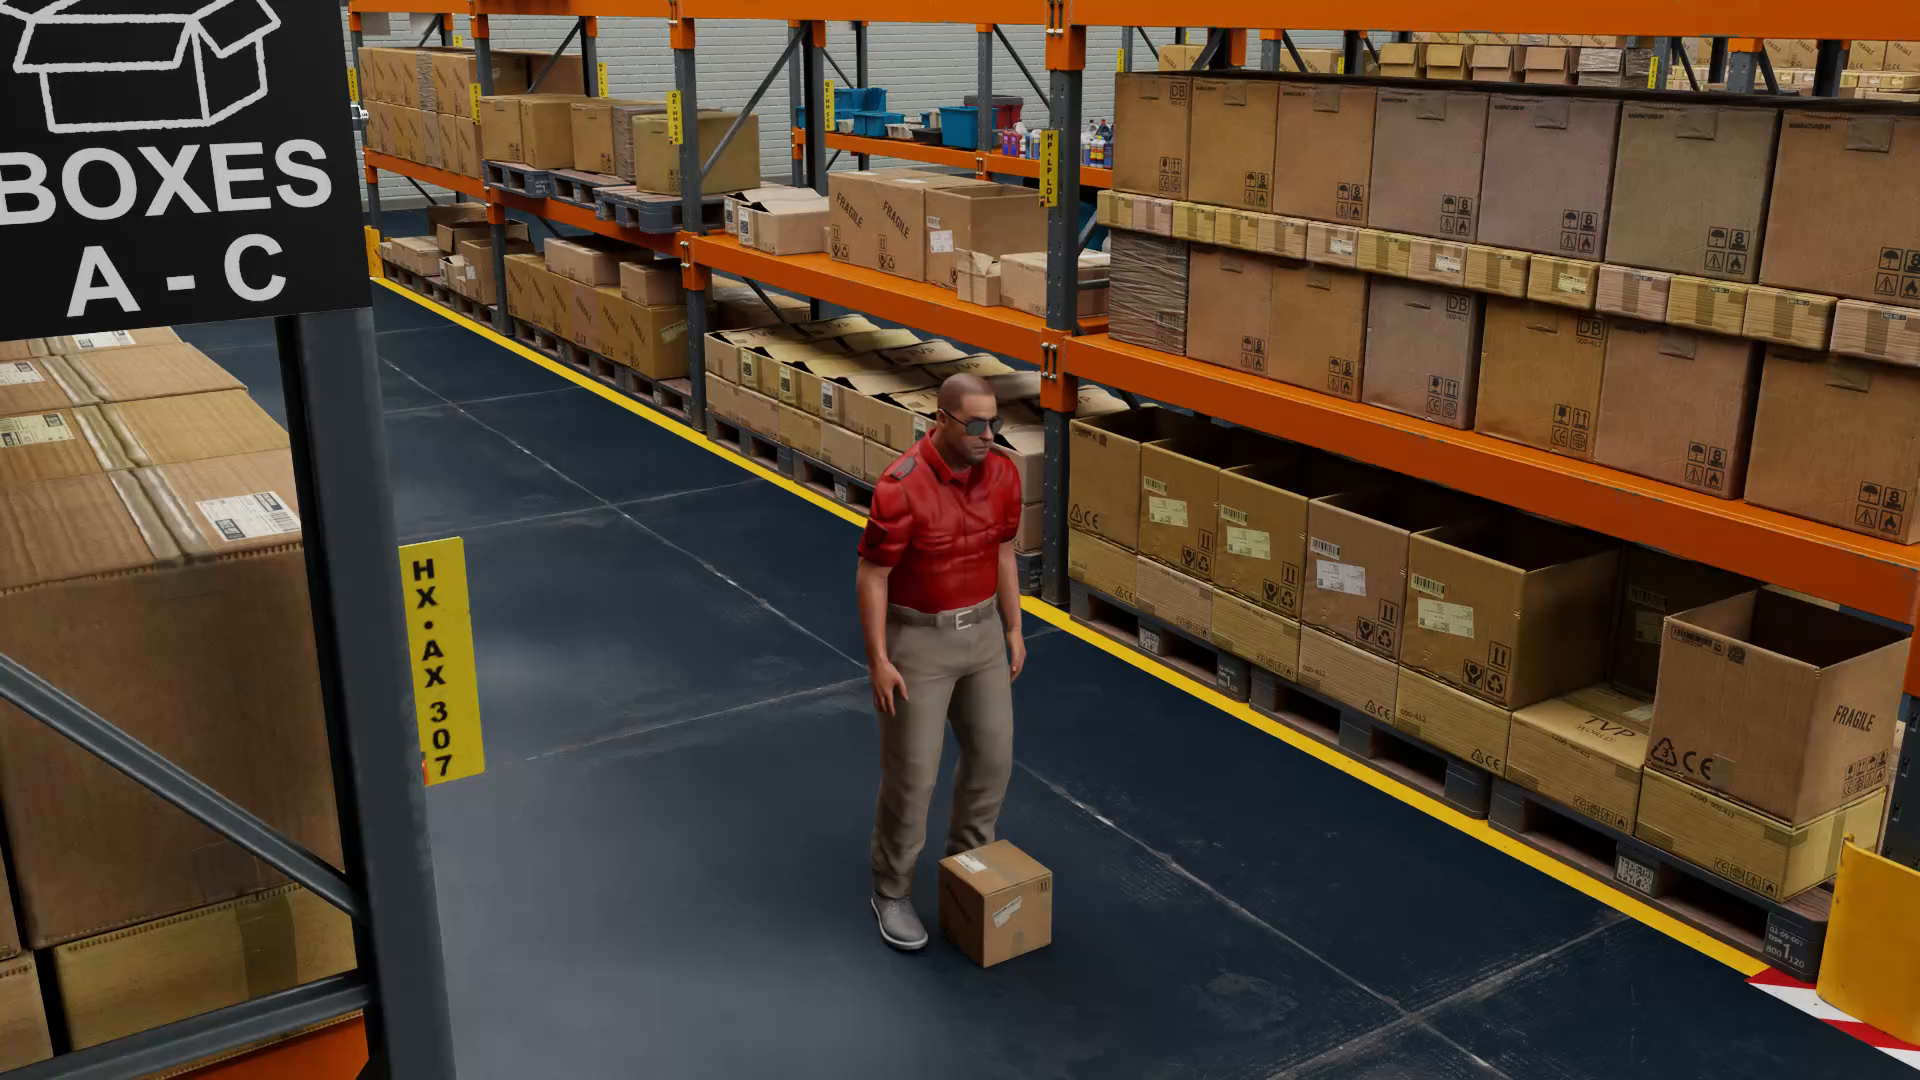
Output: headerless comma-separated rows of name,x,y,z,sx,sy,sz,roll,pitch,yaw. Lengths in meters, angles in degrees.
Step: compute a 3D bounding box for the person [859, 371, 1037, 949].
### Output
person,-0.032,0.335,5.039,0.604,1.728,0.391,-13,22,-34
